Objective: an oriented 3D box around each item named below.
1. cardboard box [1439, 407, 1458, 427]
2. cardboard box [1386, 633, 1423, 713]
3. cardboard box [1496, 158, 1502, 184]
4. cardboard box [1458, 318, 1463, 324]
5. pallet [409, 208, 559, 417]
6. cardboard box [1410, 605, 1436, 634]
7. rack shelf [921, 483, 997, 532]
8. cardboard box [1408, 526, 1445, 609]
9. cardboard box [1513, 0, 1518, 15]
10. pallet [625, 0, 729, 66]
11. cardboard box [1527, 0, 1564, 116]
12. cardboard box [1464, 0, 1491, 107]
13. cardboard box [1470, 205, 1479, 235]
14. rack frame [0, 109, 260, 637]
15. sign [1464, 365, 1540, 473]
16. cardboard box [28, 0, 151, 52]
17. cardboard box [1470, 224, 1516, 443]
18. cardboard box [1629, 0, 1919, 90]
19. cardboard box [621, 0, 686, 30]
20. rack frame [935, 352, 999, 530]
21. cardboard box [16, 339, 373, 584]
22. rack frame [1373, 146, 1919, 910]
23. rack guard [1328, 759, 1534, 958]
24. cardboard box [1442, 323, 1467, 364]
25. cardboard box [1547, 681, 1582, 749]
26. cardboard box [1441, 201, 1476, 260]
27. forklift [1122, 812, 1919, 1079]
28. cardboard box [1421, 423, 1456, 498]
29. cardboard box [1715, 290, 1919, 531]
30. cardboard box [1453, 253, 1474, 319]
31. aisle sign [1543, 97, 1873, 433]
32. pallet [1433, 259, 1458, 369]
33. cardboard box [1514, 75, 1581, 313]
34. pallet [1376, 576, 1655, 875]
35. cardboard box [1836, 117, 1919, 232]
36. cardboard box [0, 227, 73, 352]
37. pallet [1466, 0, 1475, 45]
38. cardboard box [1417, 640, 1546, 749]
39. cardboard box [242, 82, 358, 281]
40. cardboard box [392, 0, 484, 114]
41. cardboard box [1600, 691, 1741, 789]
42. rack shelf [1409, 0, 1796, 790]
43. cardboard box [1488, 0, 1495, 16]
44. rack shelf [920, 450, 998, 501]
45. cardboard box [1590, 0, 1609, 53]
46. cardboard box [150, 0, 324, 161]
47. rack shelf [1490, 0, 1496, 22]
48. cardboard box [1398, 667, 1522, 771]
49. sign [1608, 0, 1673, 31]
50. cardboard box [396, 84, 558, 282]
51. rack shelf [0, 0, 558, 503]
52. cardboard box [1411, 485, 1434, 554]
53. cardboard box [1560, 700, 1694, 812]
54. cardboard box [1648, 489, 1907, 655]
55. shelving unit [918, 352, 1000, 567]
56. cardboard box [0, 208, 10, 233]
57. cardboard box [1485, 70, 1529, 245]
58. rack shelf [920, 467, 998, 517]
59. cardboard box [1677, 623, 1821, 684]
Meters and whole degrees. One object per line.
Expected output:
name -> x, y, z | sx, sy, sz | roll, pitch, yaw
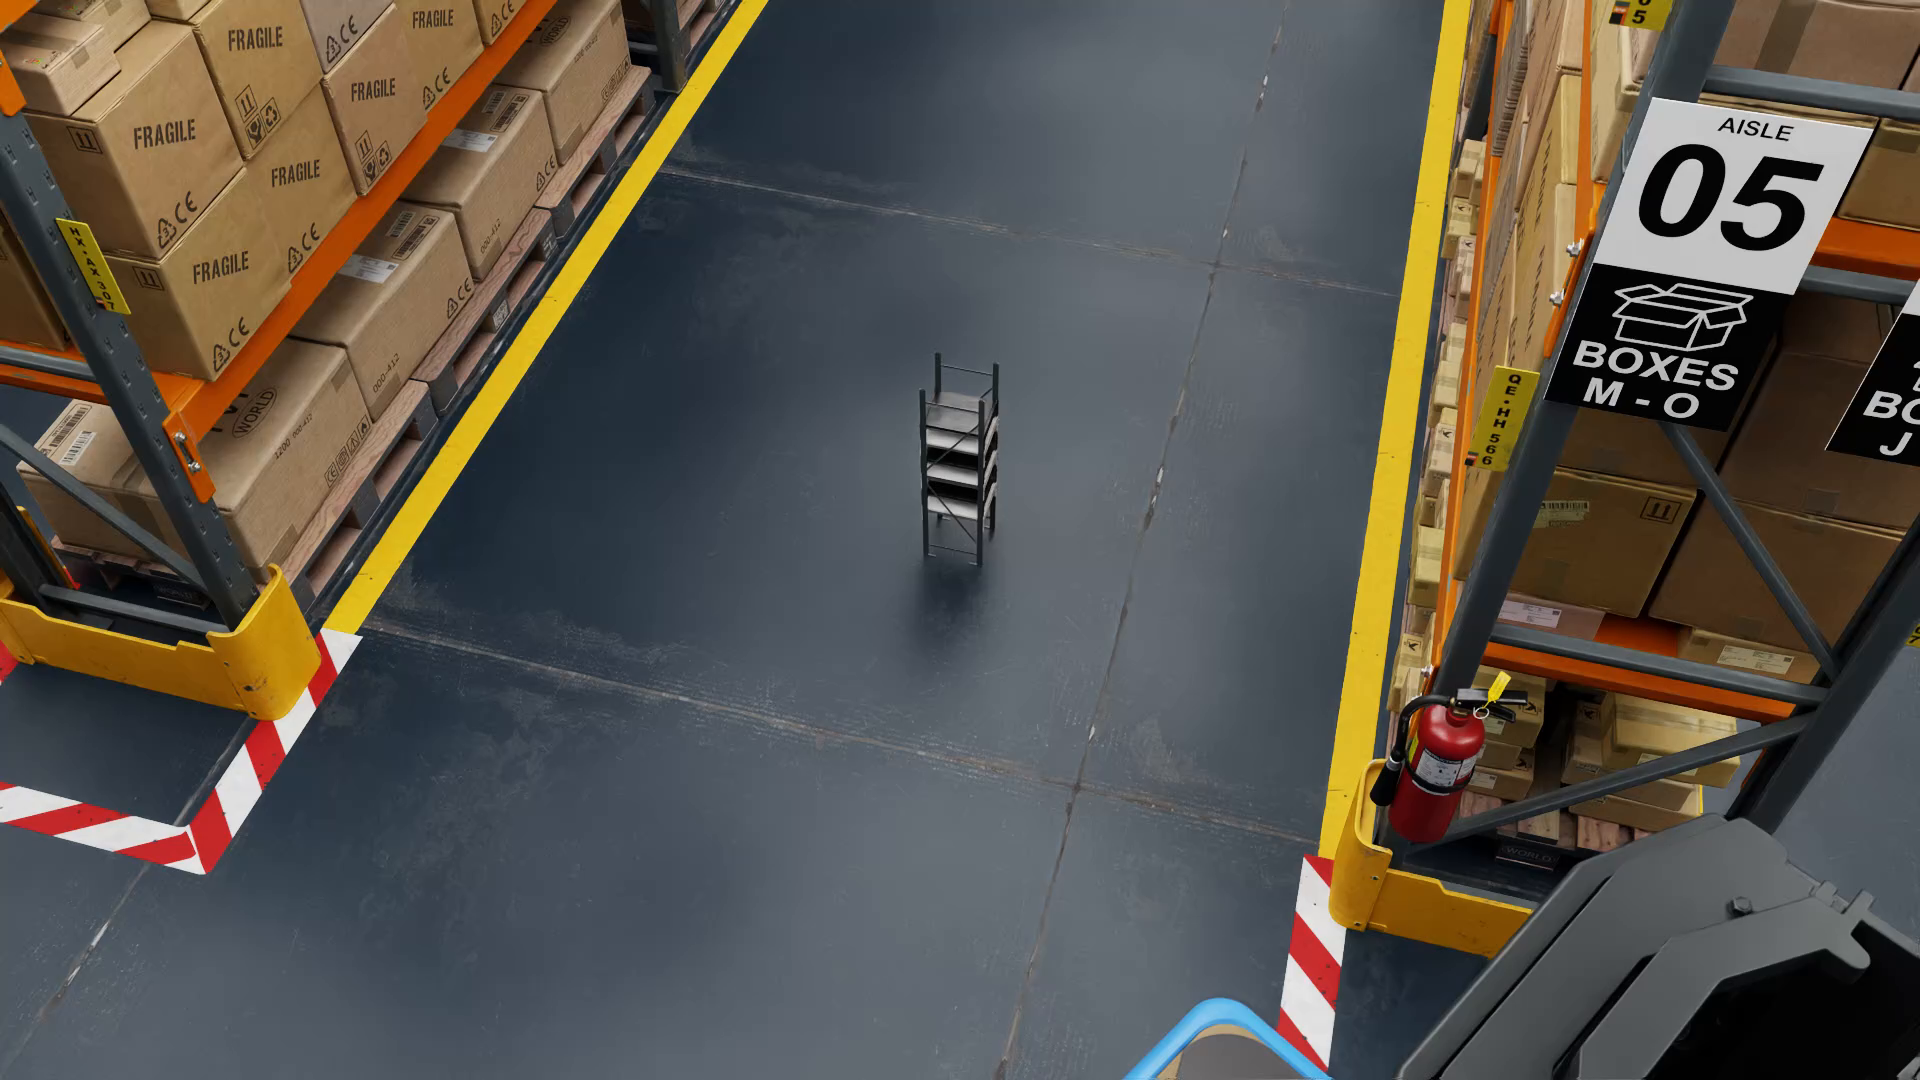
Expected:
cardboard box -> 2.018, -0.338, 6.390 | 0.380, 0.149, 0.250 | 14, 50, 12
cardboard box -> 1.717, 0.506, 5.843 | 0.380, 0.149, 0.250 | 13, 50, 11
cardboard box -> 2.173, -1.379, 6.052 | 0.380, 0.149, 0.250 | 14, 50, 12
cardboard box -> 2.353, -0.984, 7.158 | 0.380, 0.149, 0.250 | 11, 49, 9
pallet -> -2.534, -1.125, 7.521 | 1.003, 0.211, 1.213 | 12, 50, 10
cardboard box -> 1.809, 0.221, 5.896 | 0.380, 0.149, 0.250 | 10, 49, 8
rack shelf -> -0.002, -0.151, 6.486 | 0.258, 0.077, 0.200 | 12, 50, 10
cardboard box -> 1.772, 0.121, 5.786 | 0.380, 0.149, 0.250 | 11, 49, 9
cardboard box -> 2.366, -2.028, 6.193 | 0.500, 0.500, 0.500 | 12, 50, 10
pallet -> -1.809, -3.118, 9.280 | 1.003, 0.211, 1.213 | 12, 50, 10
cardboard box -> 2.088, -1.641, 5.184 | 0.500, 0.500, 0.500 | 10, 49, 9
cardboard box -> 2.814, -2.461, 8.227 | 0.500, 0.500, 0.500 | 11, 49, 9
cardboard box -> 2.479, -1.458, 7.378 | 0.380, 0.149, 0.250 | 12, 50, 10
rack frame -> -2.992, -0.575, 5.175 | 1.000, 3.000, 0.127 | 12, 50, 10
sign -> 1.280, -0.283, 3.935 | 0.100, 0.325, 0.005 | 12, 50, 10
cardboard box -> -2.631, -1.559, 4.878 | 0.380, 0.149, 0.250 | 13, 50, 11
cardboard box -> 1.820, -0.550, 4.888 | 0.500, 0.500, 0.500 | 11, 49, 9
cardboard box -> 1.686, -1.163, 3.460 | 0.500, 0.250, 0.500 | 10, 49, 9
cardboard box -> -1.853, -3.368, 8.778 | 0.875, 0.875, 0.875 | 13, 50, 11
rack frame -> 0.025, -0.365, 6.391 | 0.240, 0.900, 0.006 | 12, 50, 10
cardboard box -> -2.915, -0.363, 6.417 | 0.875, 0.438, 0.875 | 10, 49, 9
rack frame -> 1.810, 0.329, 4.378 | 1.000, 3.000, 0.127 | 12, 50, 10
rack guard -> 1.830, 1.101, 5.363 | 1.175, 0.500, 0.348 | 12, 50, 10
cardboard box -> 2.153, -0.716, 6.723 | 0.380, 0.149, 0.250 | 11, 50, 10
cardboard box -> 2.247, 0.612, 5.749 | 0.380, 0.149, 0.250 | 11, 50, 10
cardboard box -> 2.387, -1.367, 7.496 | 0.380, 0.149, 0.250 | 13, 50, 11
forklift -> 1.353, 1.926, 3.014 | 1.130, 2.935, 3.031 | -36, 58, -28
cardboard box -> 1.918, -0.259, 6.121 | 0.380, 0.149, 0.250 | 13, 50, 11
cardboard box -> 2.184, -0.406, 4.094 | 0.500, 0.500, 0.500 | 11, 50, 10
cardboard box -> 2.231, -1.007, 6.782 | 0.380, 0.149, 0.250 | 13, 50, 11
aisle sign -> 1.501, -0.537, 3.409 | 0.394, 0.787, 0.004 | 12, 50, 10
pallet -> 2.720, -1.149, 7.542 | 1.003, 0.211, 1.213 | 12, 50, 10
cardboard box -> 1.824, -0.880, 4.513 | 0.500, 0.500, 0.500 | 10, 49, 9
pallet -> 2.078, 0.616, 5.984 | 1.003, 0.211, 1.213 | 12, 50, 10
cardboard box -> 2.175, -0.888, 3.551 | 0.500, 0.250, 0.500 | 13, 50, 11
cardboard box -> -3.121, -1.009, 5.492 | 0.500, 0.500, 0.500 | 12, 50, 10
pallet -> 3.385, -3.090, 9.255 | 1.003, 0.211, 1.213 | 12, 50, 10
cardboard box -> 1.705, 0.504, 5.448 | 0.380, 0.149, 0.250 | 12, 50, 10
cardboard box -> -2.483, -1.270, 5.722 | 0.500, 0.500, 0.500 | 11, 49, 10
cardboard box -> -2.216, -2.000, 6.366 | 0.500, 0.500, 0.500 | 13, 50, 11
cardboard box -> 2.276, 0.625, 5.341 | 0.380, 0.149, 0.250 | 10, 49, 8
rack shelf -> 2.336, -0.879, 5.924 | 1.077, 0.370, 4.000 | 12, 50, 10
cardboard box -> 2.815, -2.713, 7.949 | 0.500, 0.250, 0.500 | 10, 49, 9
rack shelf -> -0.002, -0.270, 6.351 | 0.258, 0.077, 0.200 | 12, 50, 10
cardboard box -> 1.802, -1.366, 3.973 | 0.500, 0.250, 0.500 | 12, 50, 10
cardboard box -> -2.462, -1.605, 5.351 | 0.500, 0.500, 0.500 | 10, 49, 9
rack shelf -> 3.389, -3.773, 8.478 | 1.077, 0.370, 4.000 | 12, 50, 10
cardboard box -> 1.673, 0.597, 5.564 | 0.380, 0.149, 0.250 | 10, 49, 9
sign -> 1.280, -1.080, 3.031 | 0.100, 0.325, 0.005 | 12, 50, 10
cardboard box -> -2.443, -1.678, 7.578 | 0.875, 0.438, 0.875 | 10, 49, 9
rack shelf -> -2.466, -1.783, 6.722 | 1.077, 0.370, 4.000 | 12, 50, 10
cardboard box -> 1.929, -0.046, 6.331 | 0.380, 0.149, 0.250 | 10, 49, 8
cardboard box -> 2.195, 0.707, 5.467 | 0.380, 0.149, 0.250 | 13, 50, 12
cardboard box -> 2.195, -0.073, 4.467 | 0.500, 0.500, 0.500 | 14, 50, 12
shelving unit -> -0.002, -0.292, 6.326 | 0.258, 0.900, 0.210 | 12, 50, 10
cardboard box -> -3.095, -1.334, 5.112 | 0.500, 0.500, 0.500 | 13, 50, 11
cardboard box -> 2.086, -1.277, 5.530 | 0.500, 0.500, 0.500 | 14, 50, 12
rack shelf -> -0.002, -0.210, 6.419 | 0.258, 0.077, 0.200 | 12, 50, 10
cardboard box -> 2.211, 0.243, 4.622 | 0.380, 0.149, 0.250 | 11, 50, 10
